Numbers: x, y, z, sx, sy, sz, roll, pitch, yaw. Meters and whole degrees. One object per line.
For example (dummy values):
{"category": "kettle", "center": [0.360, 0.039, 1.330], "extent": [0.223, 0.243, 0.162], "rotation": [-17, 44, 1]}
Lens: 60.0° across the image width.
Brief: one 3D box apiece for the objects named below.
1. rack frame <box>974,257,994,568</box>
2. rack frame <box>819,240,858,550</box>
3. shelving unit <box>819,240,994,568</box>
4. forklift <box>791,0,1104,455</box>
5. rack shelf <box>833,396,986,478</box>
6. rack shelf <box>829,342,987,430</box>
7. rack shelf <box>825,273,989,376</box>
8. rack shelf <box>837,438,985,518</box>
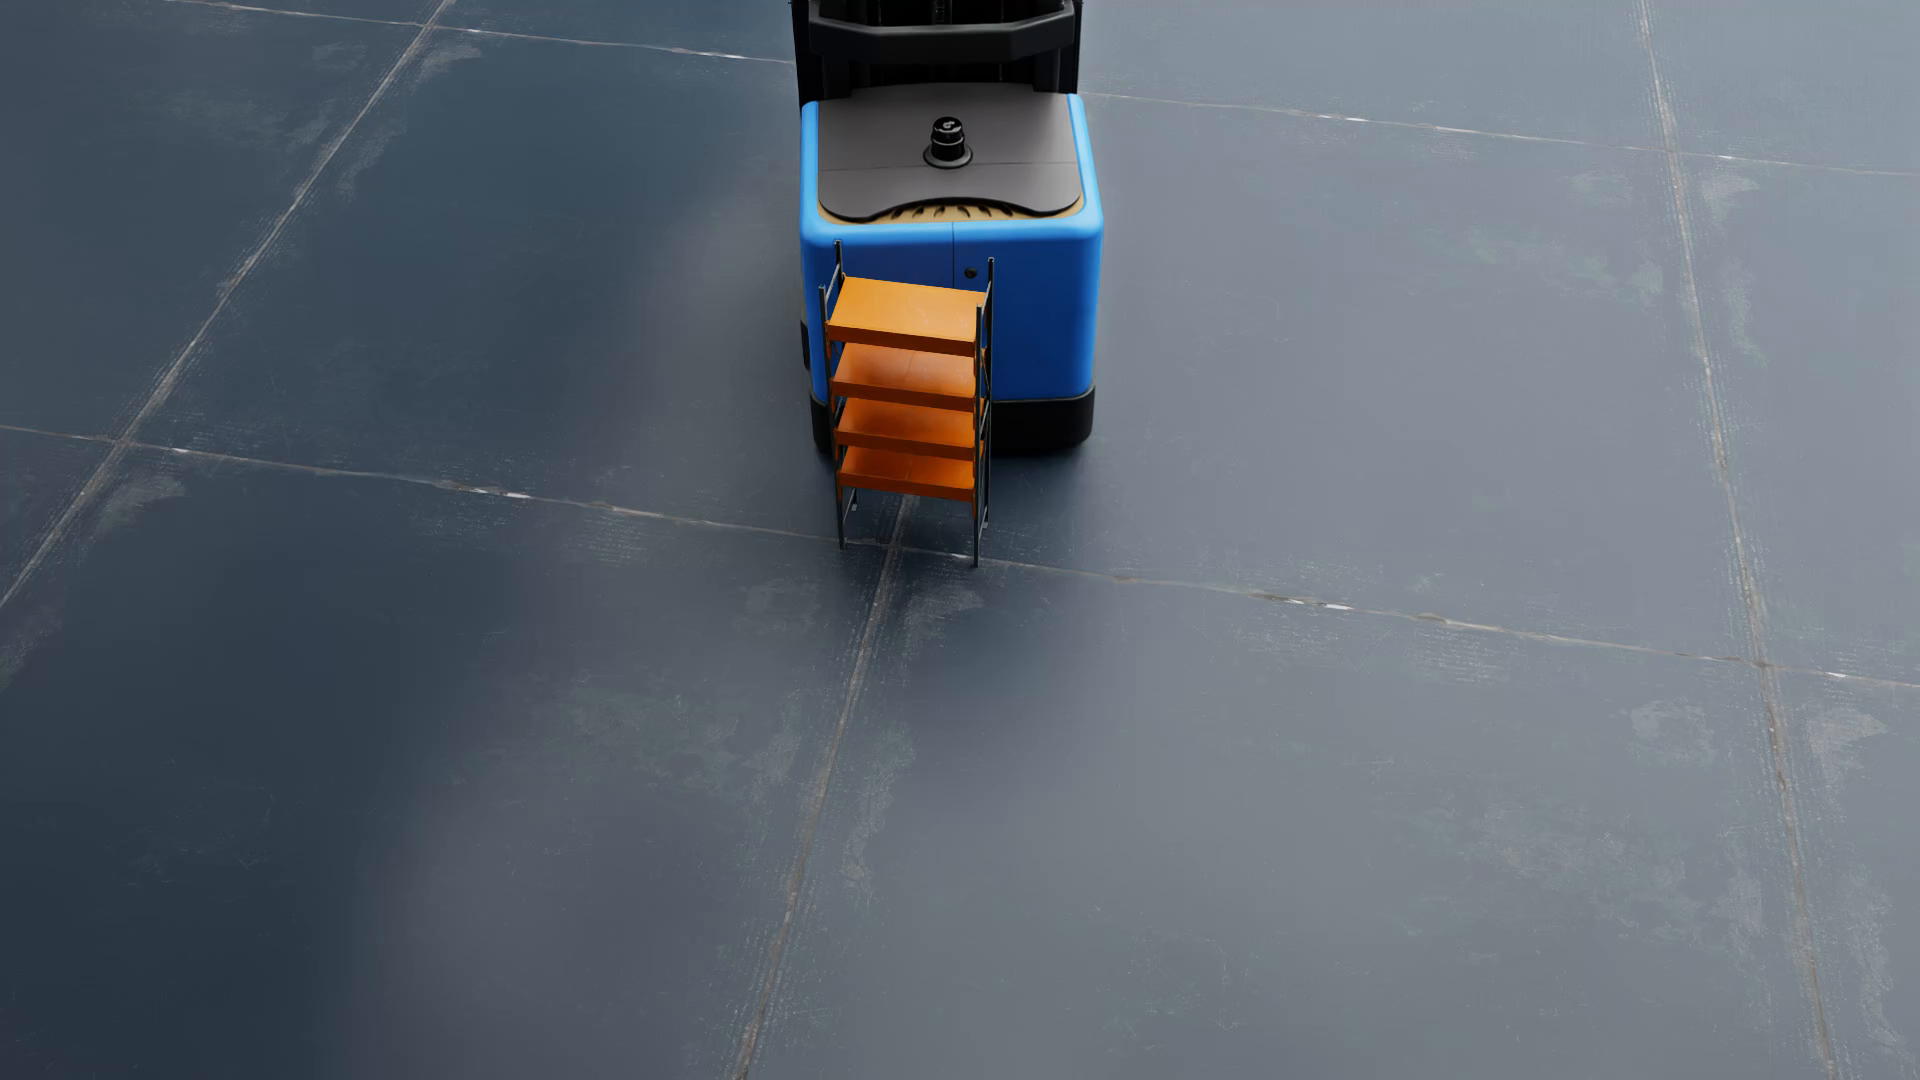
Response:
{"category": "rack frame", "center": [0.077, -0.391, 5.543], "extent": [0.015, 1.200, 0.240], "rotation": [8, 49, 7]}
{"category": "rack frame", "center": [-0.403, -0.455, 5.601], "extent": [0.015, 1.200, 0.240], "rotation": [8, 49, 7]}
{"category": "shelving unit", "center": [-0.163, -0.423, 5.572], "extent": [0.503, 1.200, 0.258], "rotation": [8, 49, 7]}
{"category": "forklift", "center": [-0.100, -2.389, 6.175], "extent": [1.130, 2.935, 3.031], "rotation": [-2, 48, -2]}
{"category": "rack shelf", "center": [-0.163, -0.378, 5.622], "extent": [0.480, 0.148, 0.258], "rotation": [8, 49, 7]}
{"category": "rack shelf", "center": [-0.163, -0.527, 5.456], "extent": [0.480, 0.148, 0.258], "rotation": [8, 49, 7]}
{"category": "rack shelf", "center": [-0.163, -0.686, 5.280], "extent": [0.480, 0.148, 0.258], "rotation": [8, 49, 7]}
{"category": "rack shelf", "center": [-0.163, -0.245, 5.770], "extent": [0.480, 0.148, 0.258], "rotation": [8, 49, 7]}
